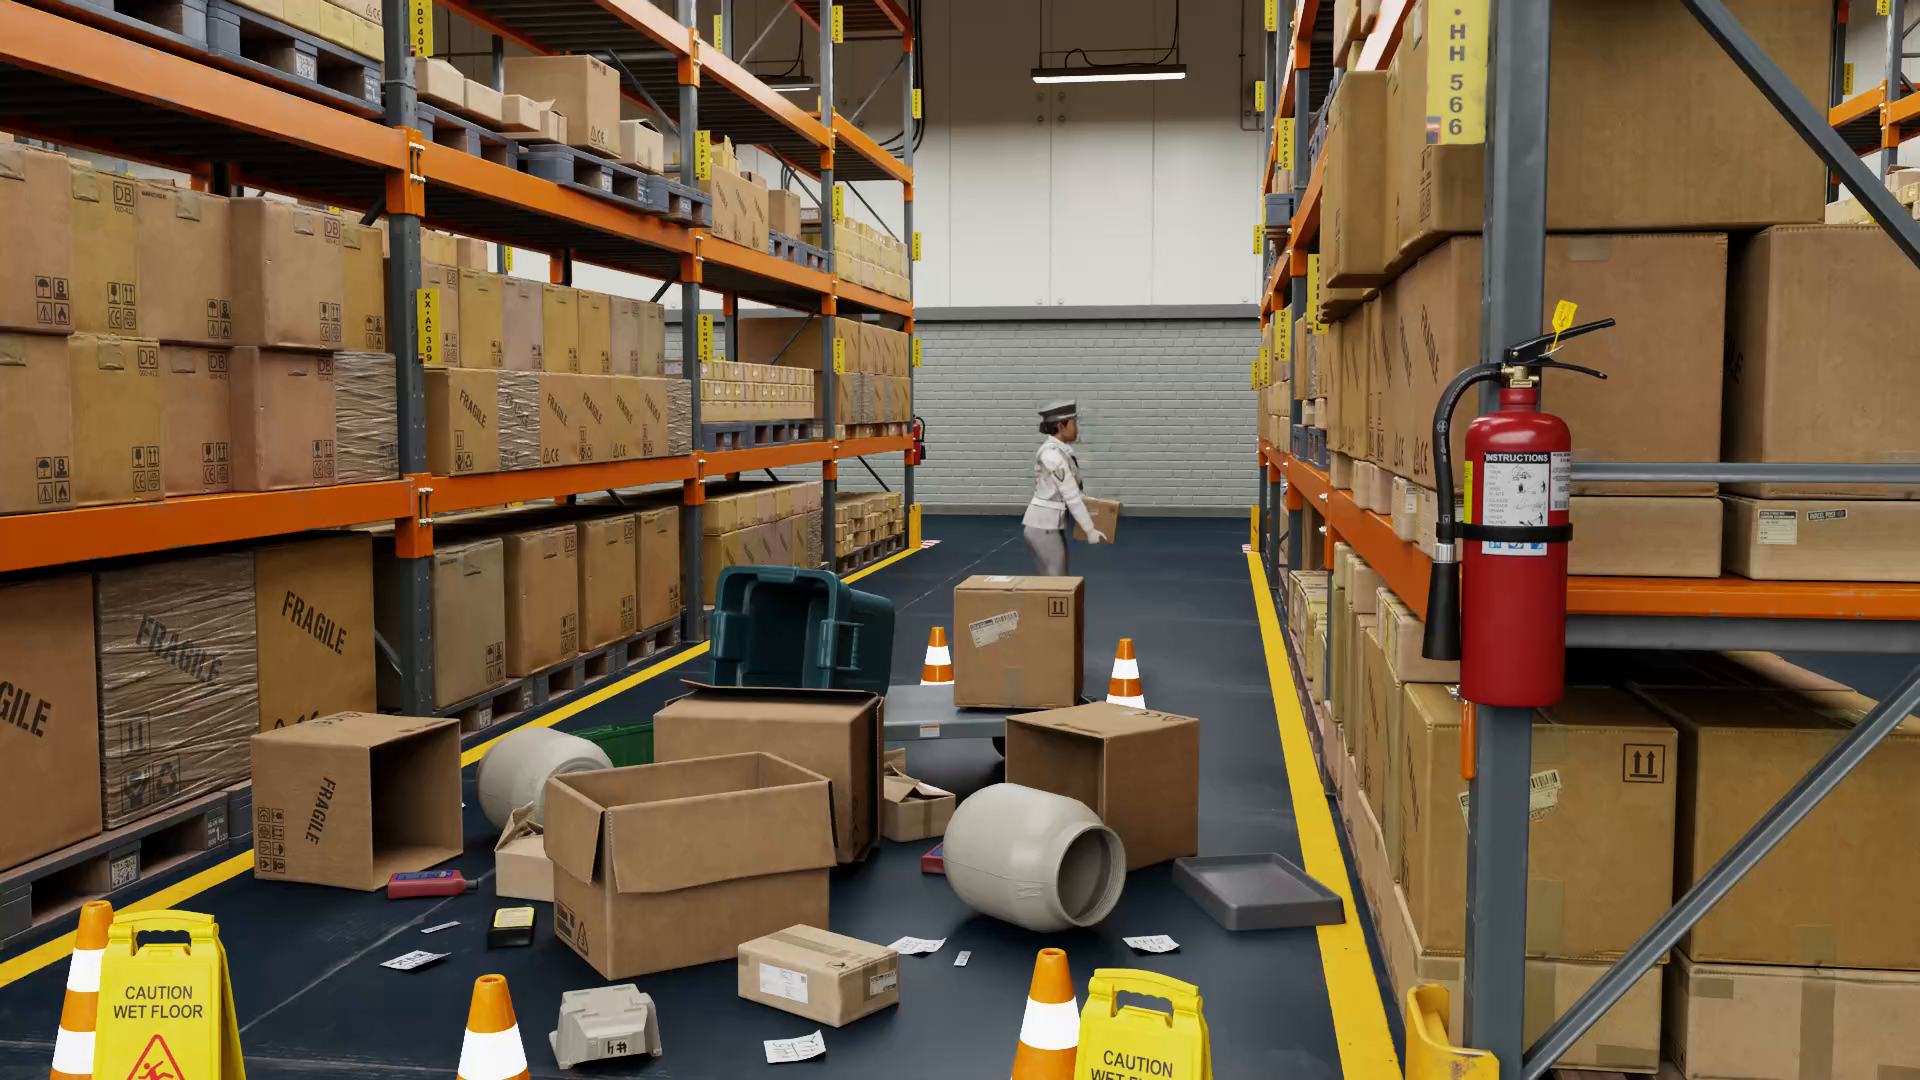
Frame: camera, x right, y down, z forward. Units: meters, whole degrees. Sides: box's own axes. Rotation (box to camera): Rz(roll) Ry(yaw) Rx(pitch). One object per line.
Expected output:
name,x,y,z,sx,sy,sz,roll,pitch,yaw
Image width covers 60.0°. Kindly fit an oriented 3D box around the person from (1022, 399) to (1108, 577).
person,0.649,-0.029,10.256,0.535,1.674,0.416,1,5,8
